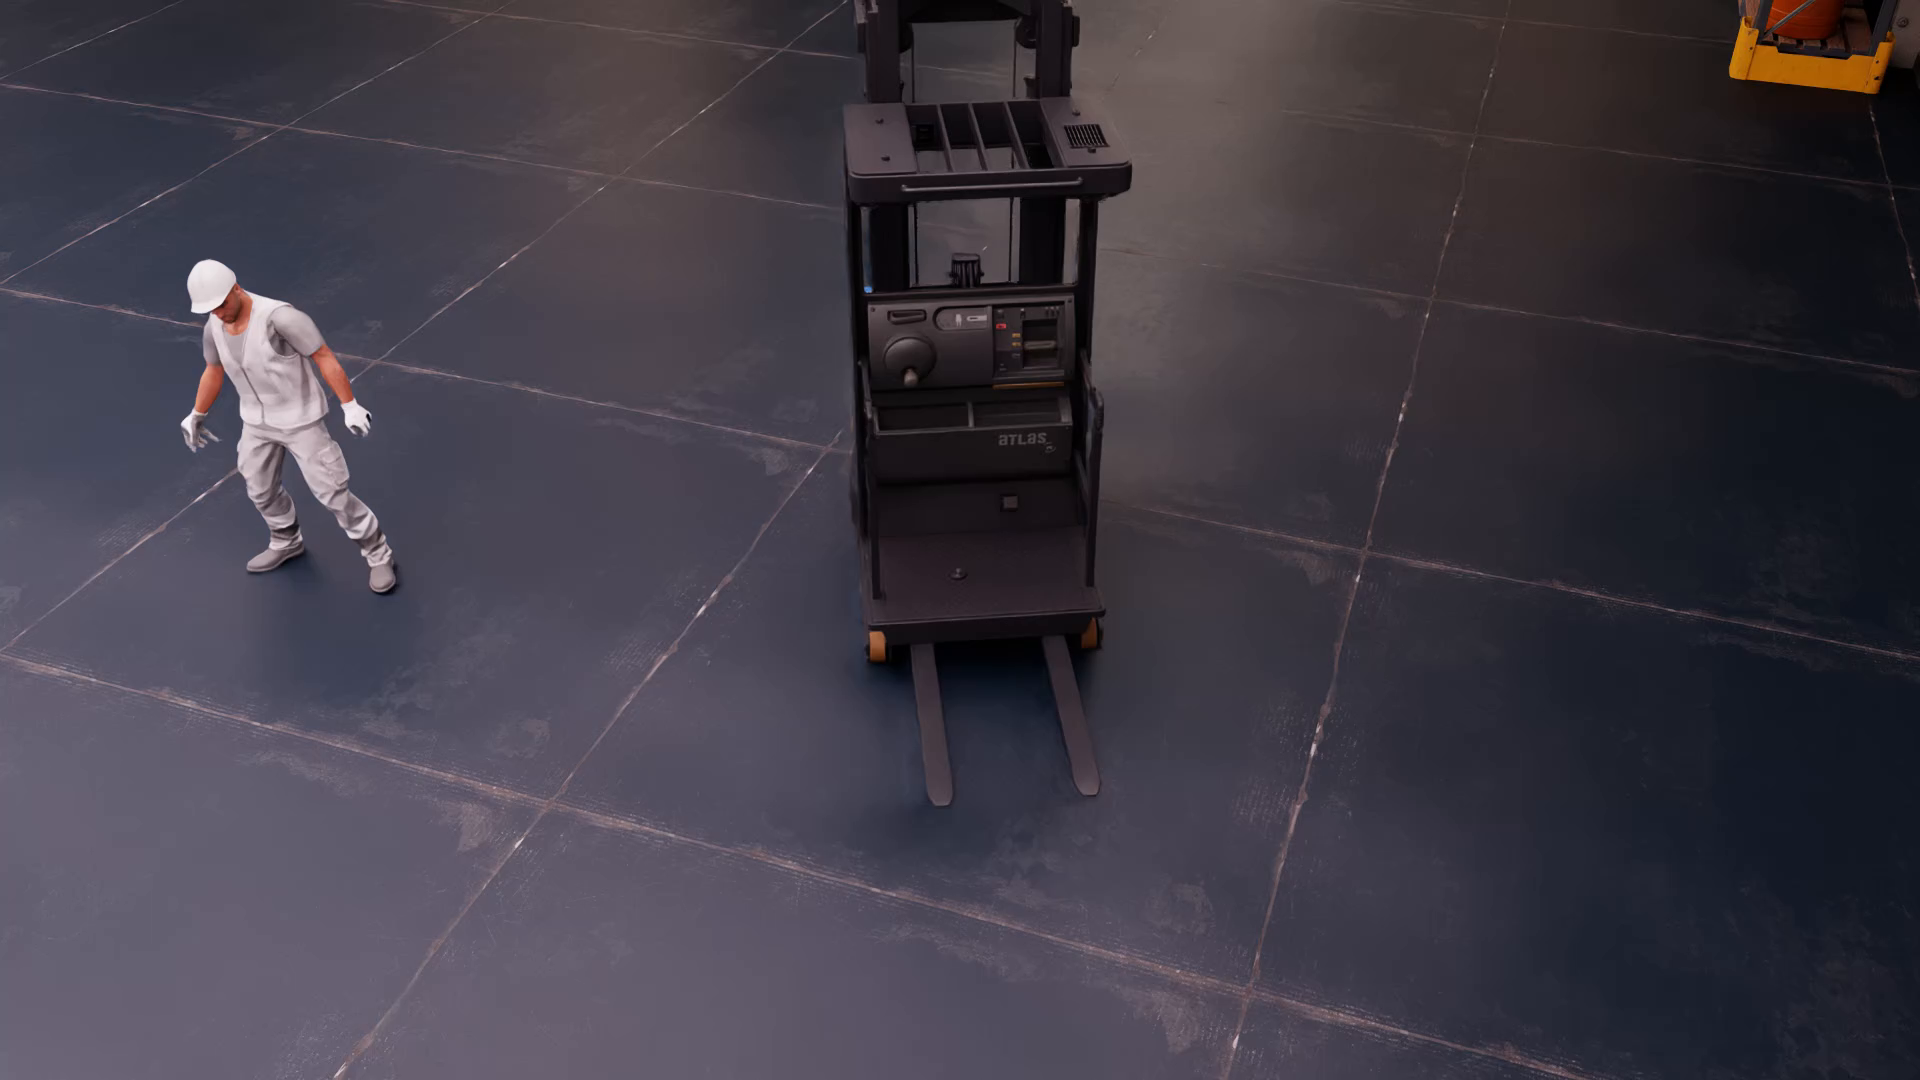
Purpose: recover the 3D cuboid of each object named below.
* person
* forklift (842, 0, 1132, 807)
[{"bbox_3d":[-3.257,-0.546,7.917,0.916,1.734,0.423,9,36,12],"label":"person"},{"bbox_3d":[0.079,-0.825,7.274,1.130,2.935,3.031,-3,35,-5],"label":"forklift"}]
